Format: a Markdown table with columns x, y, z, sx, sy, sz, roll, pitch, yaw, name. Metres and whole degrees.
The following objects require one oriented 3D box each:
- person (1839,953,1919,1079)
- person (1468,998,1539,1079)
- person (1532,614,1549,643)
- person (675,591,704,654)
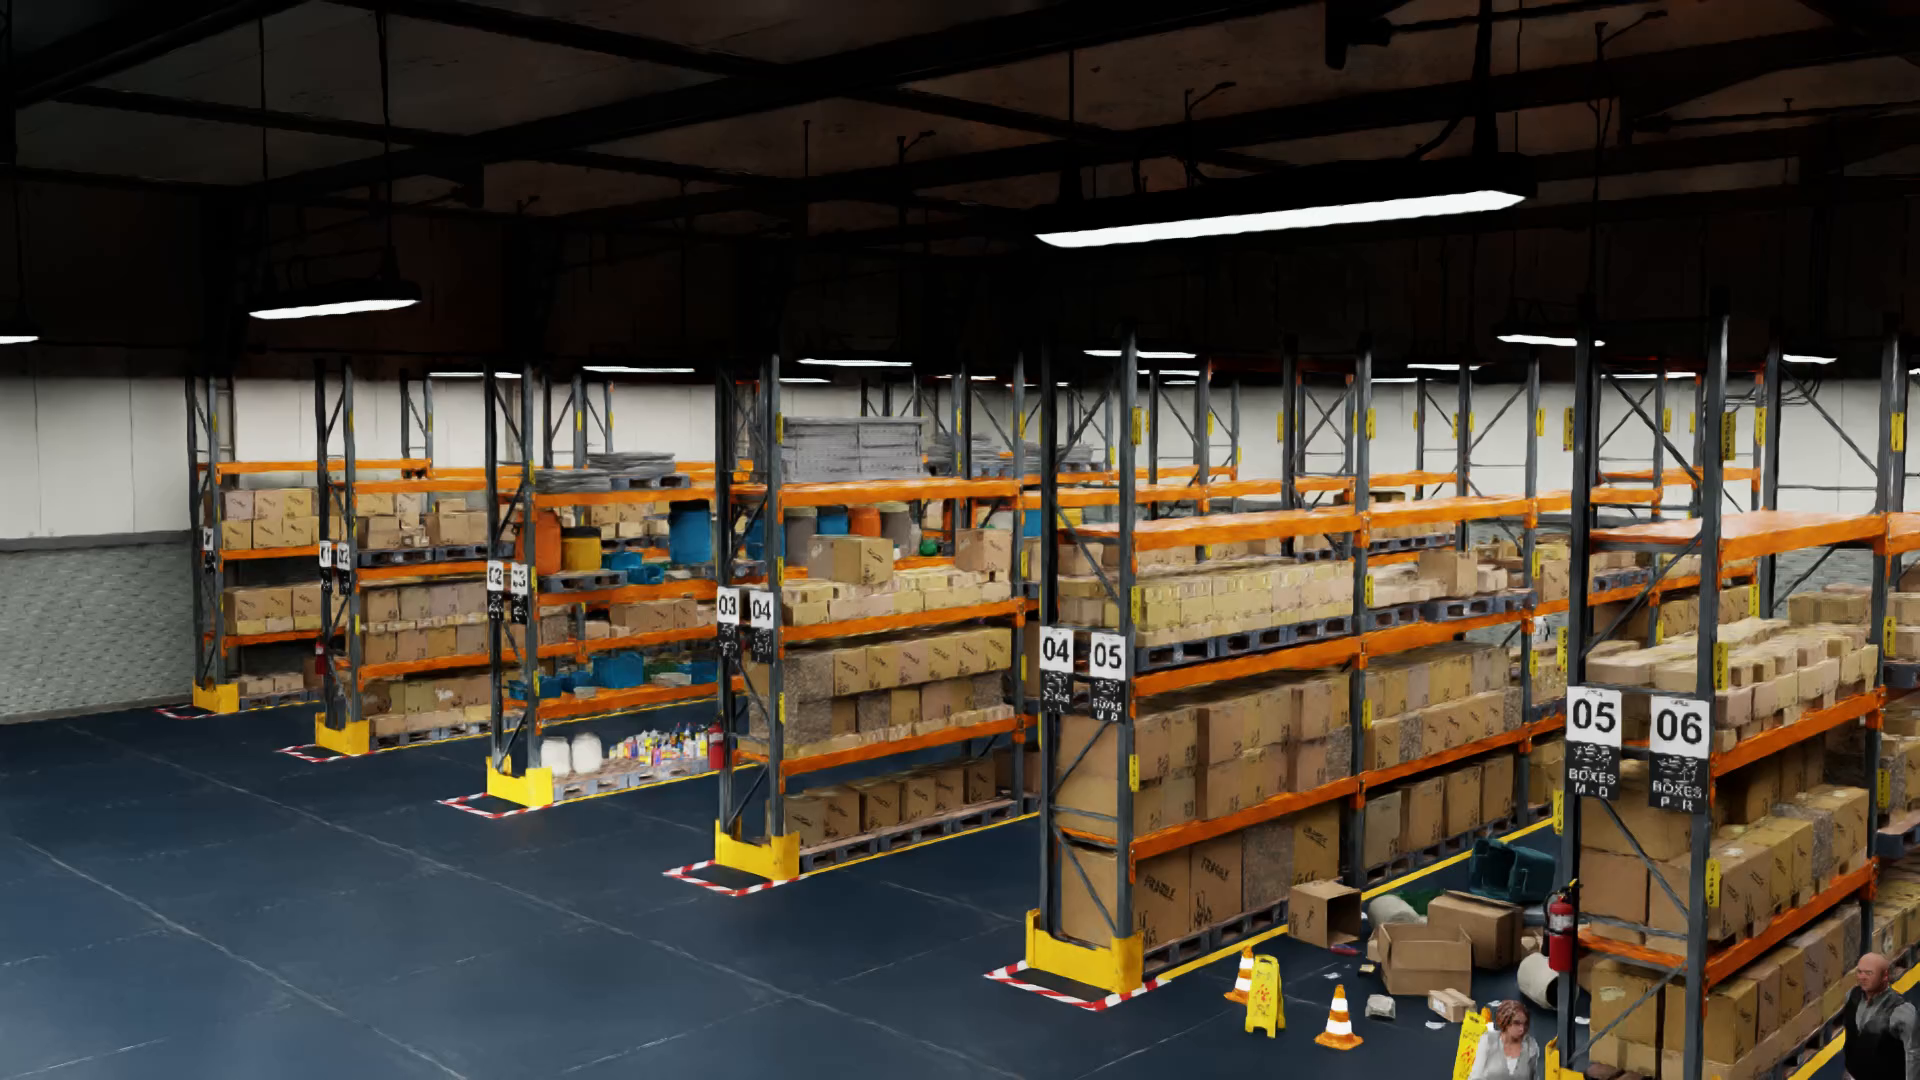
| x | y | z | sx | sy | sz | roll | pitch | yaw | name |
| --- | --- | --- | --- | --- | --- | --- | --- | --- | --- |
| 6.032 | 3.506 | 10.848 | 0.955 | 1.669 | 0.574 | -2 | 5 | -25 | person |
| 3.342 | 3.590 | 10.337 | 0.478 | 1.577 | 0.489 | 0 | 4 | 6 | person |
| 10.881 | 1.927 | 31.234 | 0.682 | 1.670 | 0.555 | -1 | 4 | -8 | person |
| -5.304 | 1.787 | 32.418 | 0.615 | 1.772 | 0.555 | -1 | 5 | -18 | person |
